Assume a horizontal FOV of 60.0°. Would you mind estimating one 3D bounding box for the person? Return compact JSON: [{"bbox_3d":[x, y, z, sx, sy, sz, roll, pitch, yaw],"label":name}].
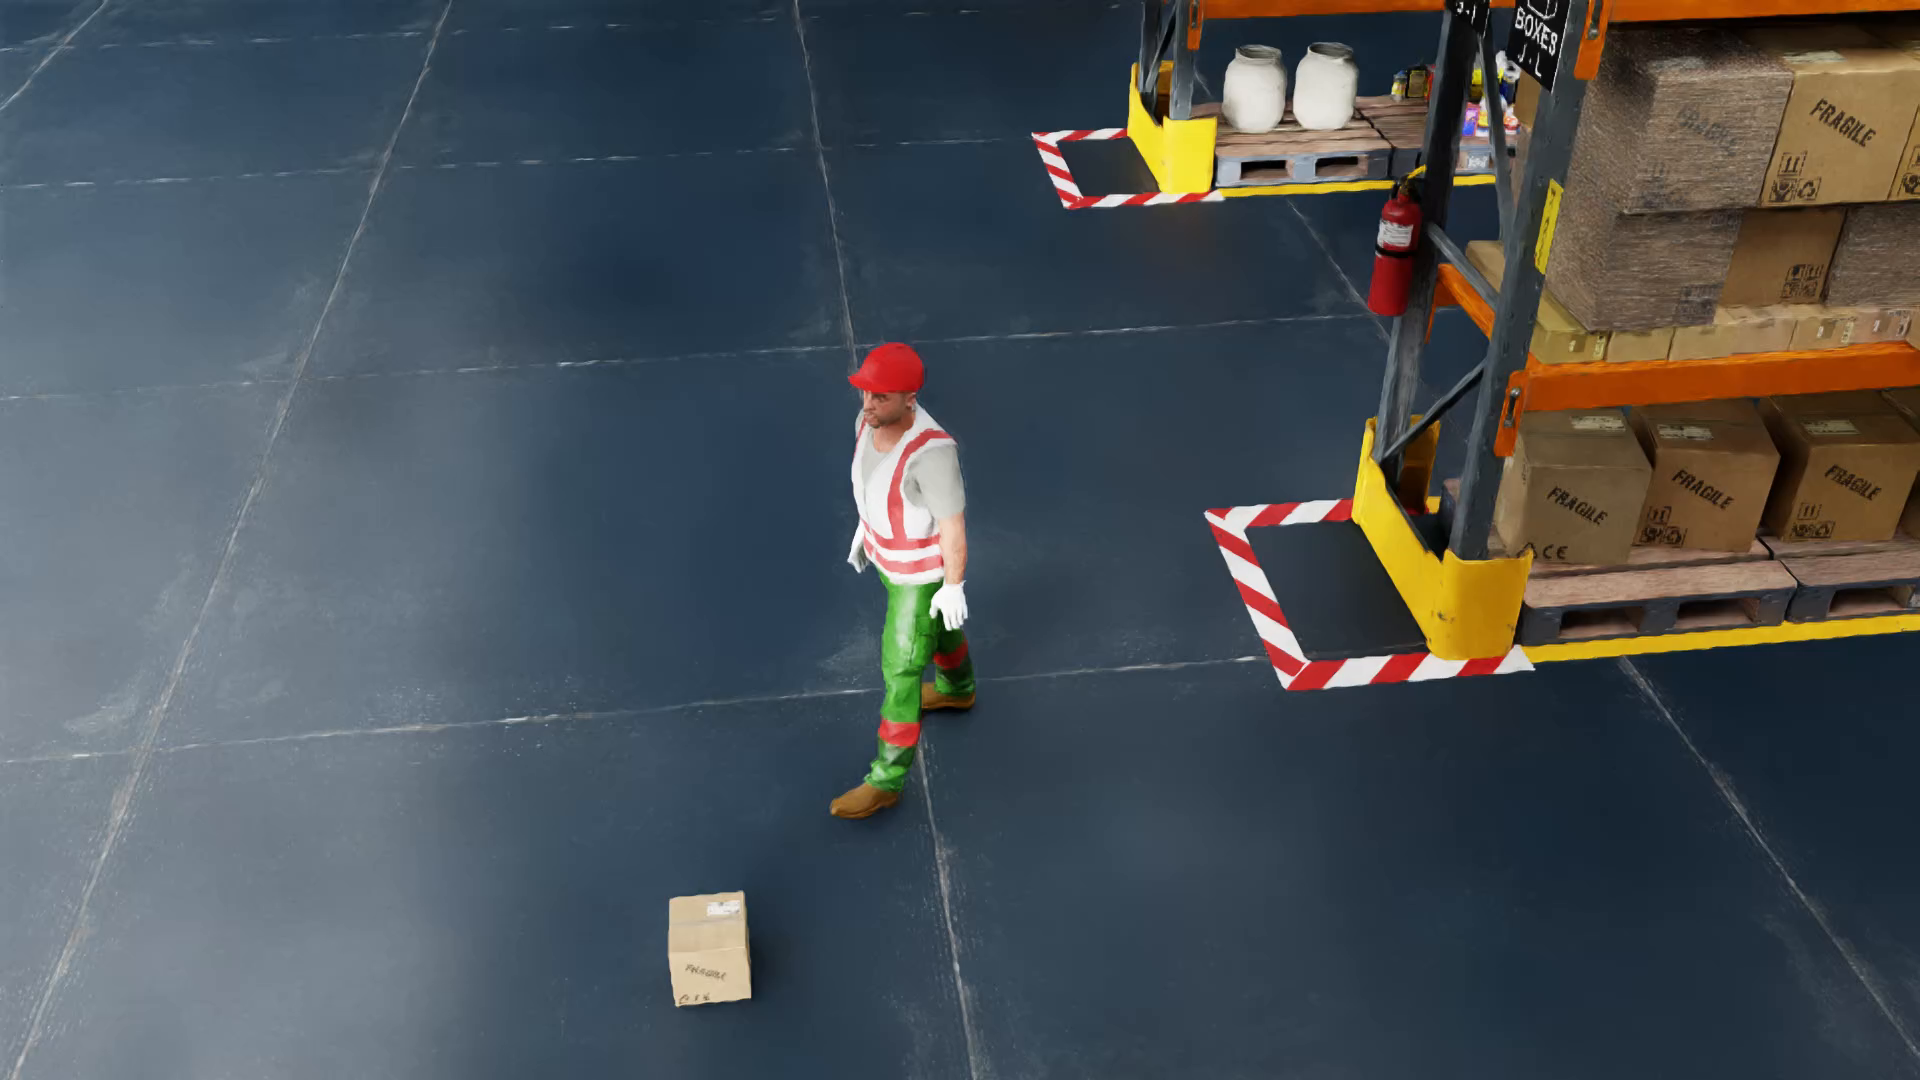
[{"bbox_3d":[-0.240,0.096,5.967,0.837,1.755,0.632,-18,38,-24],"label":"person"}]
